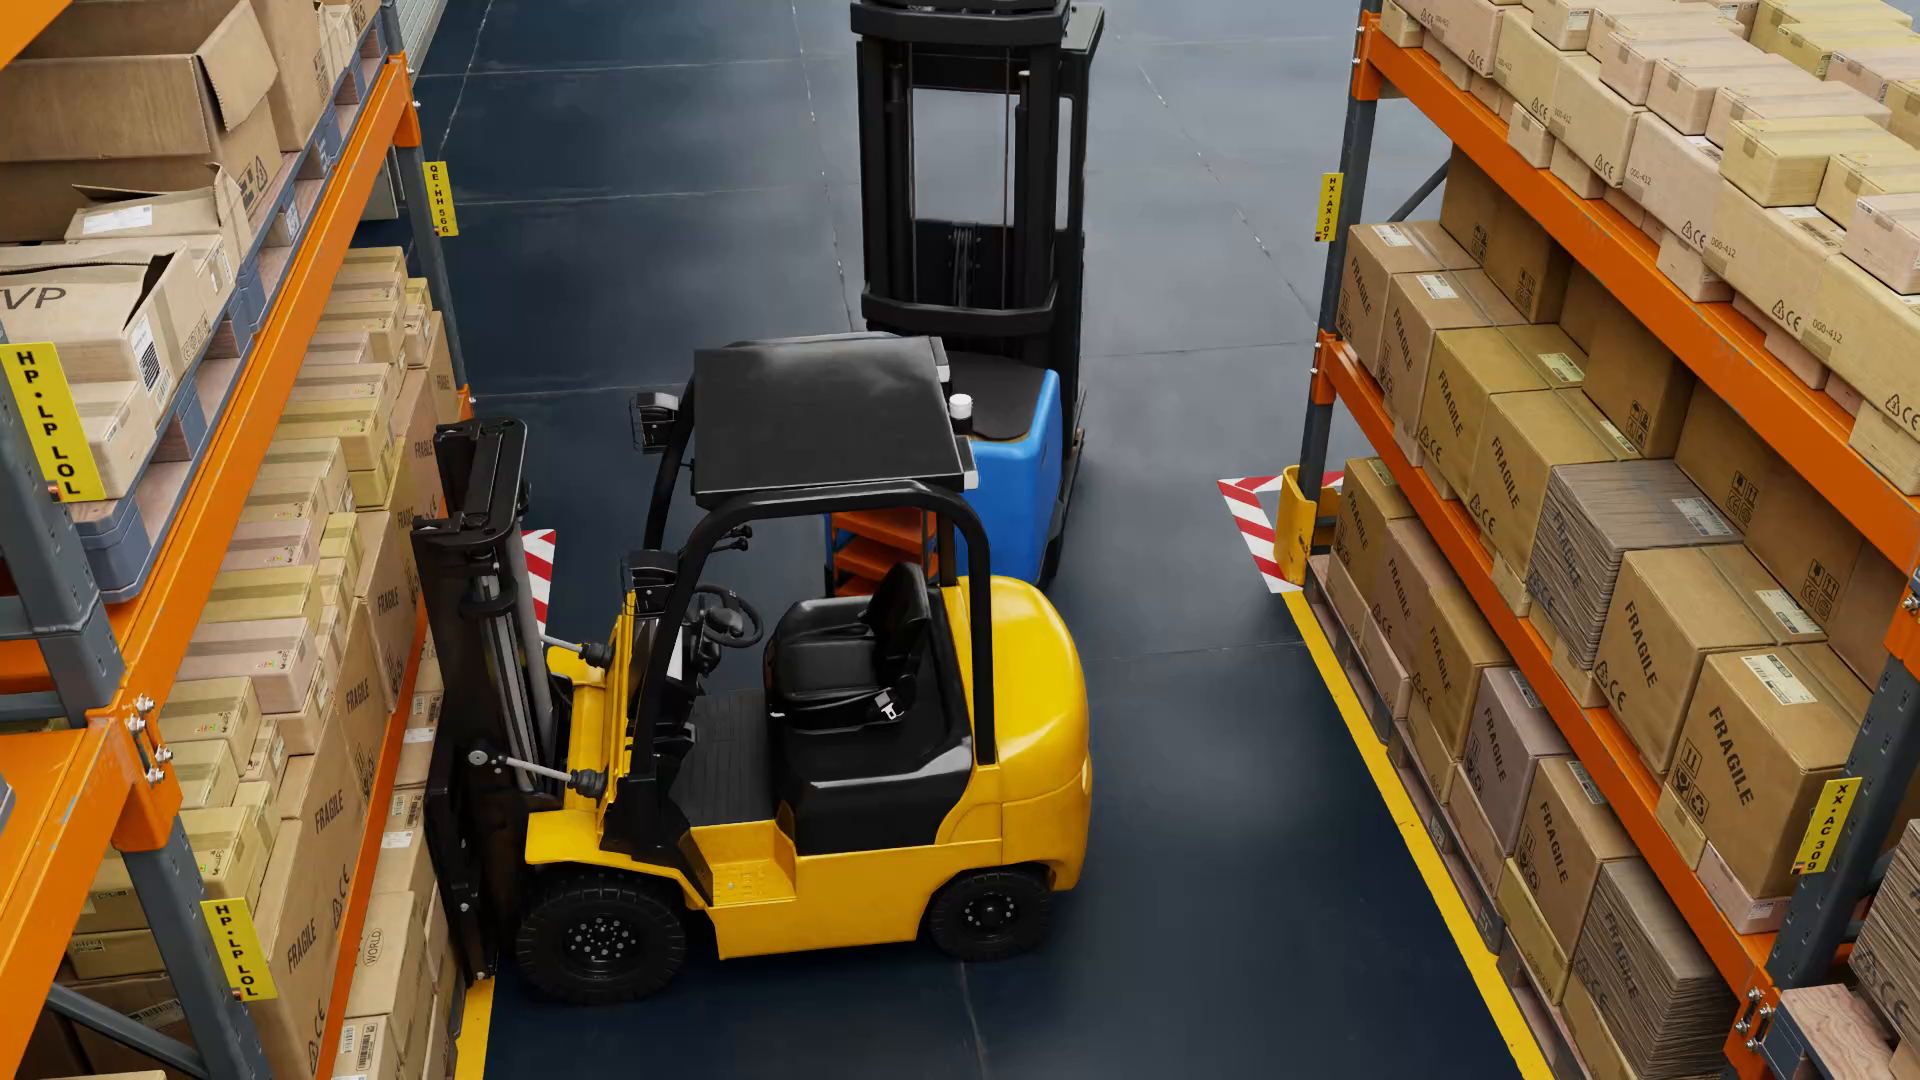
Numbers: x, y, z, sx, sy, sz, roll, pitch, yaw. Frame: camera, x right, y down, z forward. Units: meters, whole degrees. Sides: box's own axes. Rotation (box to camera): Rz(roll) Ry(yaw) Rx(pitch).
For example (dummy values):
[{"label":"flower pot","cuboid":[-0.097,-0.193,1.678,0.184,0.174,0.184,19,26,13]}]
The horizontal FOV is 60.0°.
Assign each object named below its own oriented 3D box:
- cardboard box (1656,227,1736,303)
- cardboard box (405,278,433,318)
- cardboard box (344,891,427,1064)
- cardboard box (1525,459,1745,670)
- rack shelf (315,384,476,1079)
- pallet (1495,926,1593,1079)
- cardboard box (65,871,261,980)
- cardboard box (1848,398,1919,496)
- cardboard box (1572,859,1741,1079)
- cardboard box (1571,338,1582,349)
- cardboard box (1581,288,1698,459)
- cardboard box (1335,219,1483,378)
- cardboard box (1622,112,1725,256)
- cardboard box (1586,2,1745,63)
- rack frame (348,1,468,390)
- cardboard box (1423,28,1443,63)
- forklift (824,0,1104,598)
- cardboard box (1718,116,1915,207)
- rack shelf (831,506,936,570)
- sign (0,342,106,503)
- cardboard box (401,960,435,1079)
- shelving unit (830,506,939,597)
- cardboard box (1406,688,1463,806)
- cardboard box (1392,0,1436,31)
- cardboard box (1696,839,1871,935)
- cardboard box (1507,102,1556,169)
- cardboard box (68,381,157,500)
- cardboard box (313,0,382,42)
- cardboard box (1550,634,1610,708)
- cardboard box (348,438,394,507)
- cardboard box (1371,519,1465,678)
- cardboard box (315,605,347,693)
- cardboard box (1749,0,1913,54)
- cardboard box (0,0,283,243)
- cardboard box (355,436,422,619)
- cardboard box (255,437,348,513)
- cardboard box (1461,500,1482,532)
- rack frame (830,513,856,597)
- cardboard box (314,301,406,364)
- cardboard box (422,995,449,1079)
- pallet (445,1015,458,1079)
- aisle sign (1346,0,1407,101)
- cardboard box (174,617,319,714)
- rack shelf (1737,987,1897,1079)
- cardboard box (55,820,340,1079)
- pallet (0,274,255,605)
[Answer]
[{"label":"cardboard box","cuboid":[2.279,-0.820,4.848,0.380,0.149,0.250,-3,34,-5]},{"label":"cardboard box","cuboid":[-2.383,-0.947,6.811,0.380,0.149,0.250,-4,34,-6]},{"label":"cardboard box","cuboid":[-1.983,1.392,5.224,0.500,0.250,0.500,-4,35,-6]},{"label":"cardboard box","cuboid":[2.292,0.075,5.623,0.500,0.500,0.500,-3,34,-5]},{"label":"rack shelf","cuboid":[-2.439,0.604,5.839,1.077,0.370,4.000,-4,35,-6]},{"label":"pallet","cuboid":[2.623,1.825,5.885,1.003,0.211,1.213,-4,35,-6]},{"label":"cardboard box","cuboid":[-1.952,0.915,4.078,0.380,0.149,0.250,-5,35,-7]},{"label":"cardboard box","cuboid":[2.403,-0.244,4.004,0.380,0.149,0.250,-4,34,-6]},{"label":"cardboard box","cuboid":[2.403,1.388,5.453,0.500,0.500,0.500,-5,35,-7]},{"label":"cardboard box","cuboid":[2.683,-0.511,6.483,0.500,0.500,0.500,-5,35,-7]},{"label":"cardboard box","cuboid":[2.656,-0.648,5.796,0.700,0.500,0.500,-5,35,-7]},{"label":"cardboard box","cuboid":[1.999,-1.066,7.298,0.500,0.500,0.500,-5,35,-7]},{"label":"cardboard box","cuboid":[2.299,-1.049,4.832,0.500,0.250,0.500,-5,35,-7]},{"label":"cardboard box","cuboid":[2.230,-1.587,5.267,0.380,0.149,0.250,-4,34,-5]},{"label":"rack frame","cuboid":[-2.708,-0.810,7.274,1.000,3.000,0.127,-4,35,-6]},{"label":"cardboard box","cuboid":[2.057,-1.974,6.542,0.380,0.149,0.250,-5,35,-8]},{"label":"forklift","cuboid":[0.102,-1.594,8.487,1.130,2.935,3.031,6,35,8]},{"label":"cardboard box","cuboid":[2.267,-1.007,4.416,0.380,0.149,0.250,-3,34,-5]},{"label":"rack shelf","cuboid":[-0.309,-0.055,7.487,0.480,0.148,0.258,18,38,24]},{"label":"sign","cuboid":[-1.633,-0.207,2.988,0.100,0.325,0.005,-4,35,-6]},{"label":"cardboard box","cuboid":[-1.999,1.604,5.357,0.500,0.250,0.500,-5,35,-7]},{"label":"shelving unit","cuboid":[-0.309,0.075,7.575,0.503,1.200,0.258,18,38,24]},{"label":"cardboard box","cuboid":[2.192,0.835,6.930,0.500,0.250,0.500,-2,34,-3]},{"label":"cardboard box","cuboid":[2.014,-2.187,6.501,0.500,0.250,0.500,-5,35,-7]},{"label":"cardboard box","cuboid":[2.403,0.992,4.854,0.380,0.149,0.250,-5,35,-7]},{"label":"cardboard box","cuboid":[2.111,-1.393,5.690,0.380,0.149,0.250,-4,34,-6]},{"label":"cardboard box","cuboid":[-1.929,-0.201,3.480,0.380,0.149,0.250,-4,34,-5]},{"label":"cardboard box","cuboid":[-2.407,-2.077,5.920,0.500,0.500,0.500,-3,34,-5]},{"label":"cardboard box","cuboid":[2.263,0.425,5.685,0.380,0.149,0.250,-5,35,-7]},{"label":"cardboard box","cuboid":[-2.187,-0.233,5.763,0.380,0.149,0.250,-4,34,-6]},{"label":"cardboard box","cuboid":[2.123,0.241,7.136,0.500,0.500,0.500,-6,35,-8]},{"label":"cardboard box","cuboid":[-2.044,0.338,4.926,0.380,0.149,0.250,-5,35,-7]},{"label":"cardboard box","cuboid":[2.788,-1.633,5.334,0.380,0.149,0.250,-4,34,-5]},{"label":"cardboard box","cuboid":[-2.327,-1.170,4.586,0.797,0.503,0.637,-3,34,-5]},{"label":"cardboard box","cuboid":[-2.251,-0.020,6.027,0.500,0.500,0.500,-5,35,-7]},{"label":"cardboard box","cuboid":[-2.239,-0.202,5.454,0.380,0.149,0.250,-4,34,-6]},{"label":"cardboard box","cuboid":[2.206,-0.155,6.536,0.380,0.149,0.250,-3,34,-5]},{"label":"rack frame","cuboid":[-0.520,0.006,7.676,0.015,1.200,0.240,18,38,24]},{"label":"cardboard box","cuboid":[-2.325,-0.779,6.300,0.380,0.149,0.250,-4,34,-5]},{"label":"cardboard box","cuboid":[-1.990,1.808,5.502,0.500,0.250,0.500,-5,35,-7]},{"label":"pallet","cuboid":[-2.235,2.128,5.440,1.003,0.211,1.213,-4,35,-6]},{"label":"aisle sign","cuboid":[1.895,-2.273,7.113,0.394,0.787,0.004,-4,35,-6]},{"label":"cardboard box","cuboid":[-2.019,0.358,4.633,0.380,0.149,0.250,-4,34,-5]},{"label":"rack shelf","cuboid":[3.017,2.458,3.119,1.077,0.370,4.000,-4,35,-6]},{"label":"cardboard box","cuboid":[-1.971,1.114,4.363,0.500,0.500,0.500,-5,35,-8]},{"label":"pallet","cuboid":[-2.310,-0.254,3.875,1.003,0.211,1.213,-4,35,-6]}]
